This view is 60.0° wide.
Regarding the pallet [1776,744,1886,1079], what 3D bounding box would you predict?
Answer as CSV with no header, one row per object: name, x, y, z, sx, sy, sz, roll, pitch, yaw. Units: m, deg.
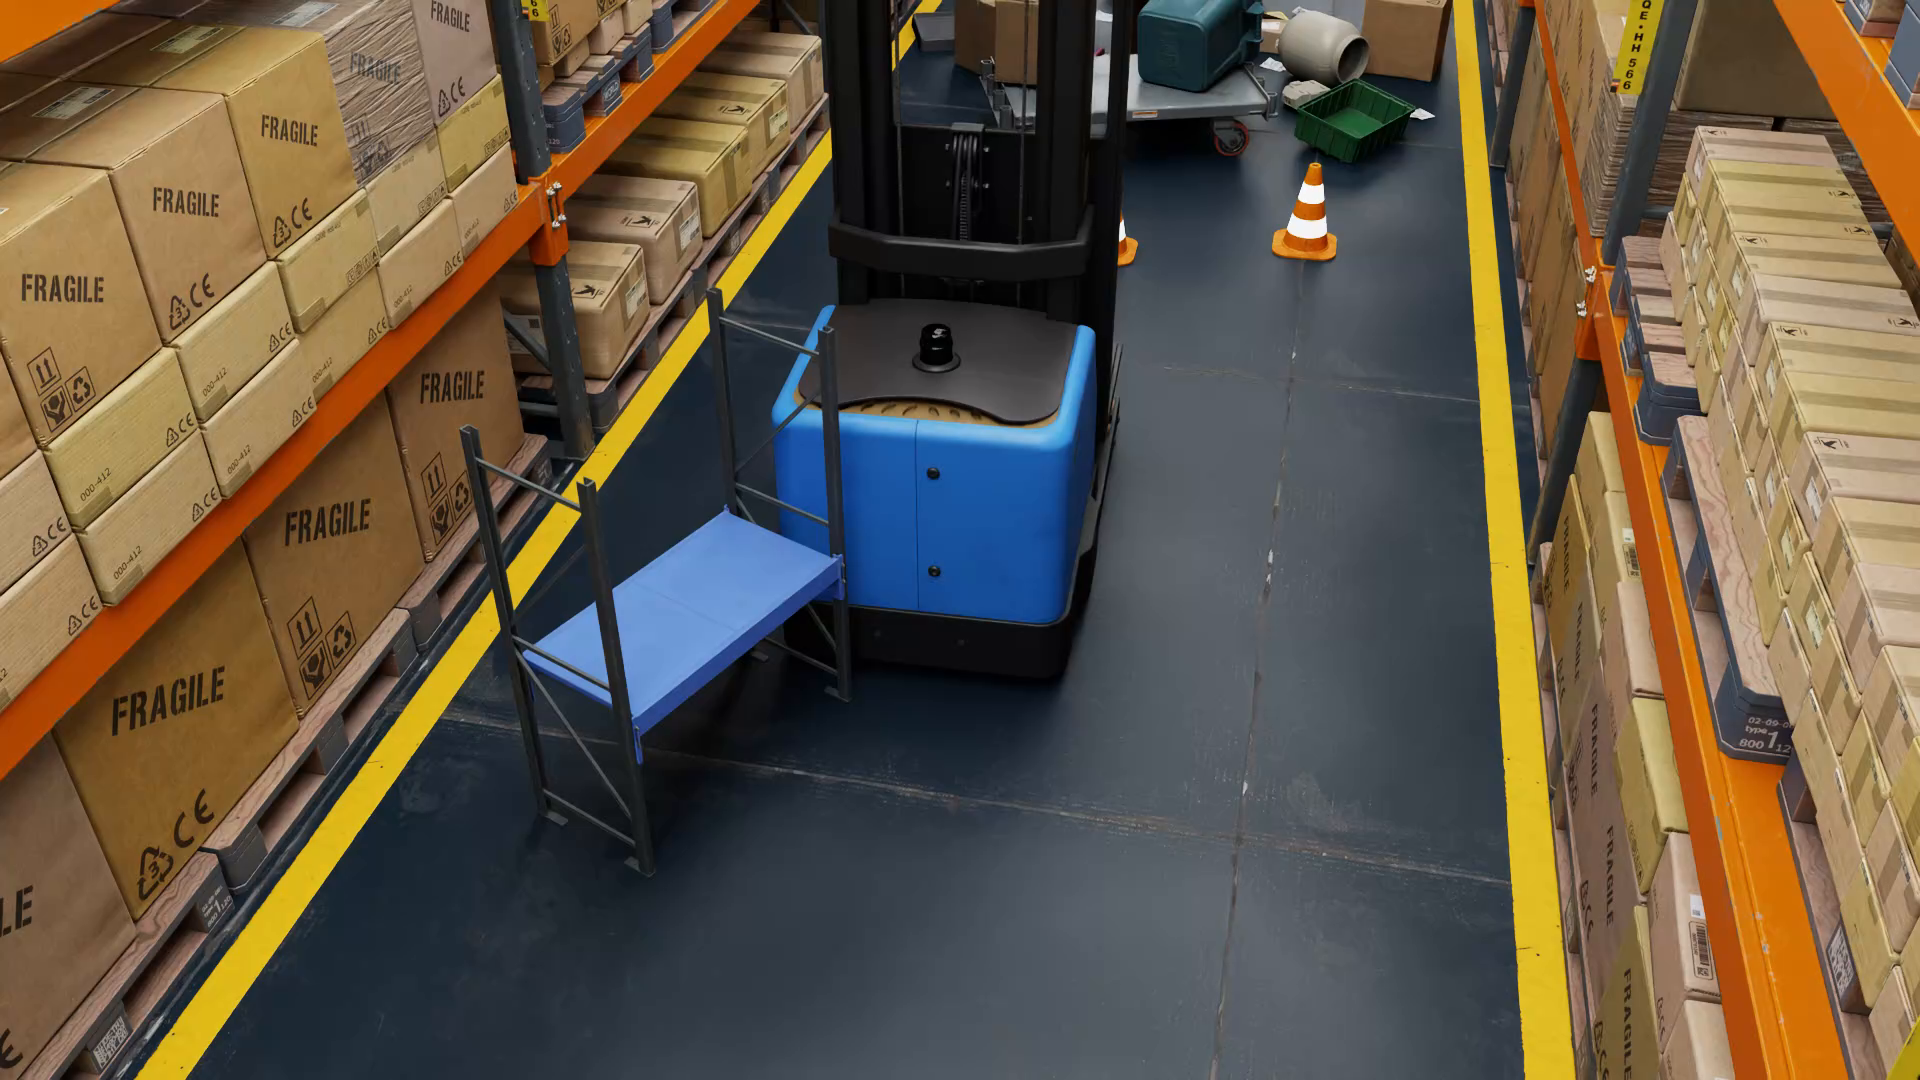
pallet,2.207,0.870,3.157,1.003,0.211,1.213,7,37,10

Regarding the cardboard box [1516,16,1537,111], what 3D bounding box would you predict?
cardboard box,3.814,-3.036,9.835,0.875,0.875,0.875,8,37,11

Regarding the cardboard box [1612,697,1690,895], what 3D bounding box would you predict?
cardboard box,2.036,0.694,4.369,0.500,0.250,0.500,6,36,8

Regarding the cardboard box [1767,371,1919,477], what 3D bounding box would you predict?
cardboard box,2.132,-0.253,3.893,0.380,0.149,0.250,7,36,9

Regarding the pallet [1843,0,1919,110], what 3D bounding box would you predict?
pallet,2.357,-0.862,2.987,1.213,0.211,1.003,7,37,10

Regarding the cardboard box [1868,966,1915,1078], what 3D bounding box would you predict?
cardboard box,1.793,0.892,2.820,0.380,0.149,0.250,7,36,9

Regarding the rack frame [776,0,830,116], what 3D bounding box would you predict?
rack frame,-1.247,-3.937,9.626,1.000,3.000,0.127,7,37,10

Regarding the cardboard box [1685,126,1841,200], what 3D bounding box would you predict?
cardboard box,2.468,-1.147,5.126,0.380,0.149,0.250,7,37,10

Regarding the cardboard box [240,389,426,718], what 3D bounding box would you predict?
cardboard box,-2.524,-0.057,5.725,0.875,0.875,0.875,8,37,11

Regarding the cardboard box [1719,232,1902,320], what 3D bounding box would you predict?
cardboard box,2.300,-0.703,4.513,0.380,0.149,0.250,6,36,8

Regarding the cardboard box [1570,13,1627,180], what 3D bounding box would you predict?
cardboard box,2.698,-1.699,6.453,0.500,0.500,0.500,7,37,10

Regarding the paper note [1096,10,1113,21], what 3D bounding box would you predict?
paper note,1.023,-3.763,11.926,0.148,0.019,0.142,20,41,26

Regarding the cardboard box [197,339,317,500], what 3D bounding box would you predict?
cardboard box,-2.254,-0.383,4.850,0.500,0.250,0.500,7,36,9

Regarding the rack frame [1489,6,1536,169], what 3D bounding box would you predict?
rack frame,3.611,-3.374,8.849,1.000,3.000,0.127,7,37,10

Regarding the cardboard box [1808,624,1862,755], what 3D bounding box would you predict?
cardboard box,1.959,0.320,3.355,0.380,0.149,0.250,6,36,8

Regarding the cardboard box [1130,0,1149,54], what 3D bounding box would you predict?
cardboard box,1.514,-3.412,10.914,0.797,0.637,0.503,7,37,10

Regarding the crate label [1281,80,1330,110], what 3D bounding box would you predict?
crate label,2.188,-2.799,10.495,0.298,0.136,0.250,-17,39,-22

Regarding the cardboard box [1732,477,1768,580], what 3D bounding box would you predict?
cardboard box,2.126,-0.009,4.062,0.380,0.149,0.250,6,36,8

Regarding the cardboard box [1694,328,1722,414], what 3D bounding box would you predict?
cardboard box,2.293,-0.455,4.677,0.380,0.149,0.250,9,37,12

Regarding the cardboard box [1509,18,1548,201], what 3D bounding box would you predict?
cardboard box,3.566,-2.266,8.880,1.050,0.750,0.750,7,37,10

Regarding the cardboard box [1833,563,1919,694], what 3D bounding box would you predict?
cardboard box,1.967,0.196,3.273,0.380,0.149,0.250,7,37,10

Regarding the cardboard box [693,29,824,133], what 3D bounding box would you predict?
cardboard box,-1.356,-2.742,9.858,0.950,0.372,0.625,8,37,11

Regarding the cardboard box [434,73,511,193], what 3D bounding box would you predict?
cardboard box,-1.956,-1.476,5.932,0.500,0.250,0.500,7,37,10

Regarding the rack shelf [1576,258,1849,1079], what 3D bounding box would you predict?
rack shelf,2.329,0.357,4.314,1.077,0.370,4.000,7,37,10

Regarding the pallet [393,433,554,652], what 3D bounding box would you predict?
pallet,-2.343,-0.072,6.669,1.003,0.211,1.213,7,37,10

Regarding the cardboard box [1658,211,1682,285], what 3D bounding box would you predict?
cardboard box,2.464,-0.918,5.317,0.380,0.149,0.250,7,36,9

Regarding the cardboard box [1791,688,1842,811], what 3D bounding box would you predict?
cardboard box,1.957,0.456,3.421,0.380,0.149,0.250,6,36,8

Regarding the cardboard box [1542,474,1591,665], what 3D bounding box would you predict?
cardboard box,2.356,0.135,5.780,0.500,0.500,0.500,6,36,8

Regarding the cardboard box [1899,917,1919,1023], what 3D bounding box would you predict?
cardboard box,1.794,0.771,2.733,0.380,0.149,0.250,8,37,11

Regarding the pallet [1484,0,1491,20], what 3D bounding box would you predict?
pallet,4.371,-4.070,12.186,1.003,0.211,1.213,7,37,10

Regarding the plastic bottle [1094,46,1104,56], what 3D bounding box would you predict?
plastic bottle,0.861,-3.252,11.184,0.133,0.061,0.283,14,38,18

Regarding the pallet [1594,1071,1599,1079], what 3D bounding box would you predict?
pallet,2.067,1.895,3.956,1.003,0.211,1.213,7,37,10

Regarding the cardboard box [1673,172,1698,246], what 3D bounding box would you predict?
cardboard box,2.457,-1.018,5.201,0.380,0.149,0.250,9,37,12

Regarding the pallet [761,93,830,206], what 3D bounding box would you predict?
pallet,-1.411,-2.361,9.828,1.003,0.211,1.213,7,37,10

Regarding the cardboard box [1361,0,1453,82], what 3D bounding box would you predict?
cardboard box,2.940,-3.382,10.988,0.500,0.500,0.500,14,38,18

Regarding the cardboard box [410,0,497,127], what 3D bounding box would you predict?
cardboard box,-1.956,-1.760,5.684,0.500,0.500,0.500,6,36,9

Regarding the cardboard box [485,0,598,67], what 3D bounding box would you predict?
cardboard box,-1.779,-2.203,6.537,0.500,0.500,0.500,6,36,9

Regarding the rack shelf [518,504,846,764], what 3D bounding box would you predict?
rack shelf,-0.888,0.276,5.398,0.538,0.185,1.000,22,41,28

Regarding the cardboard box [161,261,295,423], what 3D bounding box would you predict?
cardboard box,-2.262,-0.587,4.706,0.500,0.250,0.500,6,36,9

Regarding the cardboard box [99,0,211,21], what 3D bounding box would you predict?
cardboard box,-2.542,-1.551,5.397,0.500,0.500,0.500,7,37,10

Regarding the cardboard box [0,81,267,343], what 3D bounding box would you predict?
cardboard box,-2.285,-0.891,4.486,0.500,0.500,0.500,7,36,9

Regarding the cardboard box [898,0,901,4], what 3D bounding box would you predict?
cardboard box,-0.643,-3.910,11.573,0.500,0.250,0.500,7,36,9

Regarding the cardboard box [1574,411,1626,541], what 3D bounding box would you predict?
cardboard box,2.373,-0.177,5.572,0.500,0.250,0.500,6,36,8

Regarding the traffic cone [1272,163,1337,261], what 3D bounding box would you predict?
traffic cone,1.849,-1.767,8.794,0.336,0.463,0.334,7,37,10

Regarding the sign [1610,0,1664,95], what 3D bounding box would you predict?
sign,2.214,-1.617,5.439,0.100,0.325,0.005,7,37,10

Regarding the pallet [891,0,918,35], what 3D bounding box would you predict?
pallet,-0.879,-3.899,11.949,1.003,0.211,1.213,7,37,10

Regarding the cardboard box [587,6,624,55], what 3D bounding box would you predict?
cardboard box,-1.653,-2.184,7.063,0.380,0.149,0.250,5,36,7

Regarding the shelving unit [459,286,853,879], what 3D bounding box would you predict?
shelving unit,-0.888,0.130,5.292,0.538,1.500,1.048,22,41,28

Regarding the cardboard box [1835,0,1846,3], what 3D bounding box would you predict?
cardboard box,2.173,-1.467,3.577,0.500,0.500,0.500,7,37,10

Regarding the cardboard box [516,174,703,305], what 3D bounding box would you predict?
cardboard box,-1.821,-1.496,8.140,0.950,0.372,0.625,7,36,9

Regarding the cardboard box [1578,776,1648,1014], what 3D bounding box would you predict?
cardboard box,2.038,1.011,4.571,0.500,0.500,0.500,7,36,9

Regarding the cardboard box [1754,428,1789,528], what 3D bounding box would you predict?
cardboard box,2.130,-0.124,3.968,0.380,0.149,0.250,9,37,12

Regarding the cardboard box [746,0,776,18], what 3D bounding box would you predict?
cardboard box,-1.382,-3.670,10.604,0.500,0.500,0.500,7,36,9

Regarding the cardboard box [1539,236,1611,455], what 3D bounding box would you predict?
cardboard box,2.974,-0.678,6.688,1.050,0.750,0.750,7,36,9

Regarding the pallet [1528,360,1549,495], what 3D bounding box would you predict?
pallet,2.998,-0.394,7.114,1.003,0.211,1.213,7,37,10

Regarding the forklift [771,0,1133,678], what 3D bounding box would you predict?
forklift,0.105,-1.551,6.393,1.130,2.935,3.031,6,36,8

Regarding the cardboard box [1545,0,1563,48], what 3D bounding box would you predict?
cardboard box,3.019,-2.571,7.656,0.500,0.500,0.500,7,37,10

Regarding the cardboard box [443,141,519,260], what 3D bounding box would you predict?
cardboard box,-1.955,-1.260,6.061,0.500,0.250,0.500,6,36,8

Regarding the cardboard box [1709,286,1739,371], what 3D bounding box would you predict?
cardboard box,2.294,-0.564,4.575,0.380,0.149,0.250,7,37,10
